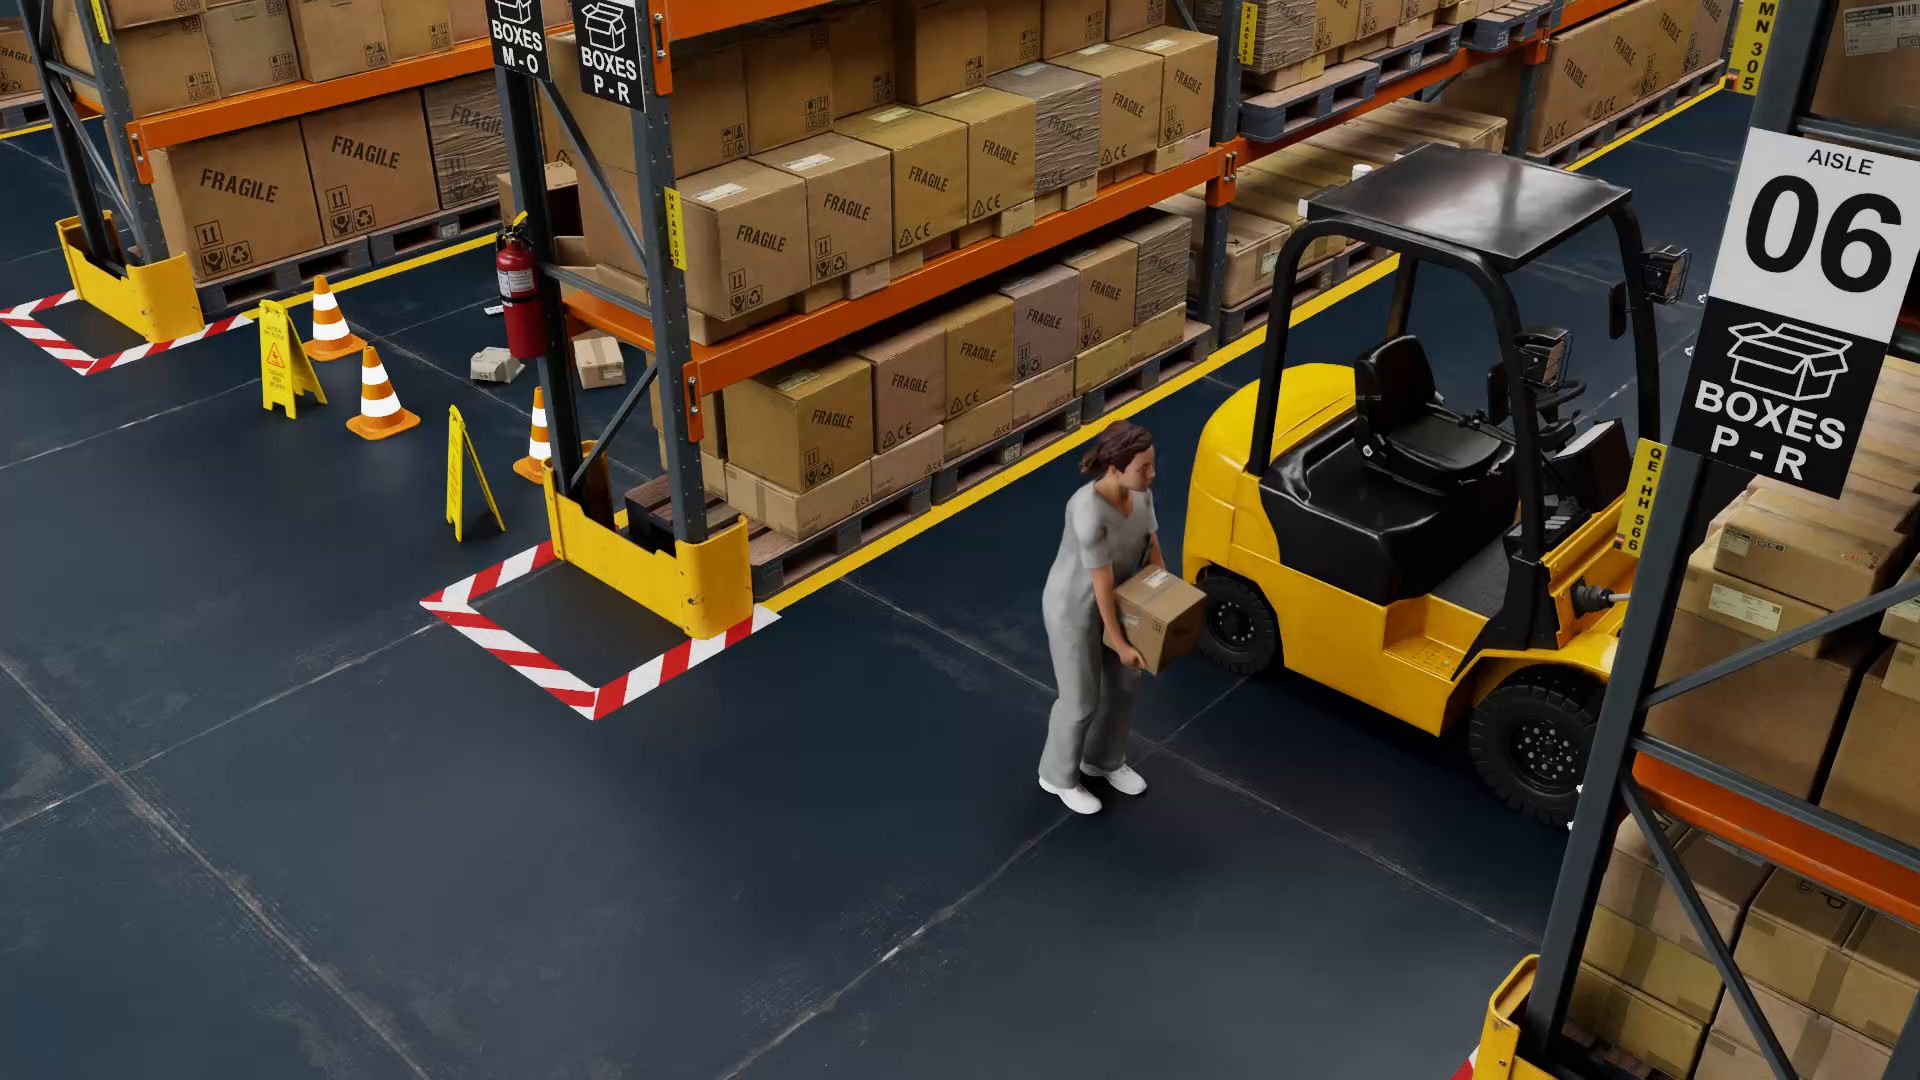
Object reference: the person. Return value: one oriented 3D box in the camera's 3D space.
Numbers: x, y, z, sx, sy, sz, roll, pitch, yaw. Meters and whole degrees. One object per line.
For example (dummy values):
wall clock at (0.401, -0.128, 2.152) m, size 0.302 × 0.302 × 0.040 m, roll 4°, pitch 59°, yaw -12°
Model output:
person at (0.572, 0.268, 6.199) m, size 0.520 × 1.587 × 0.411 m, roll 25°, pitch 39°, yaw 34°
